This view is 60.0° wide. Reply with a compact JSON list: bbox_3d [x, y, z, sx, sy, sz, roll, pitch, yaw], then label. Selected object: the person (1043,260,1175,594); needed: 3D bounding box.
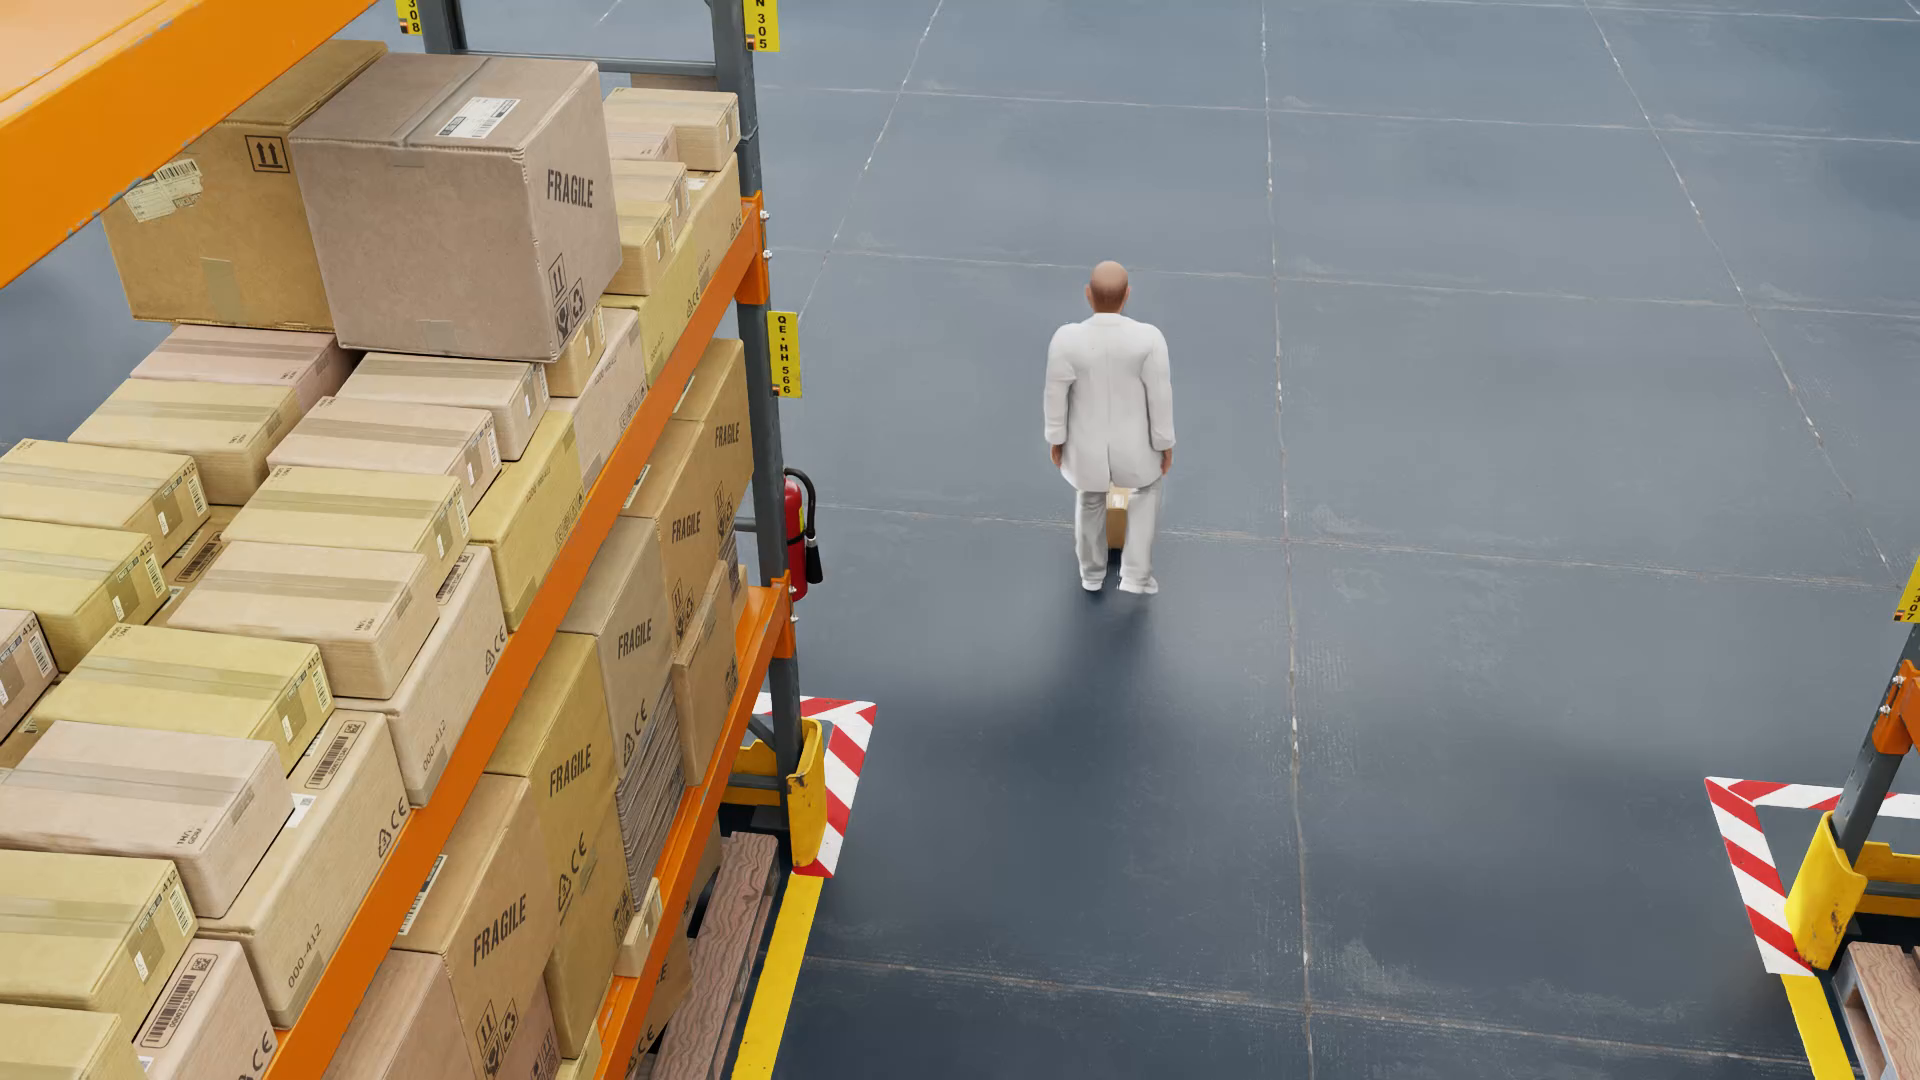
[{"bbox_3d":[0.693,-0.428,7.777,0.607,1.581,0.585,4,36,6],"label":"person"}]
